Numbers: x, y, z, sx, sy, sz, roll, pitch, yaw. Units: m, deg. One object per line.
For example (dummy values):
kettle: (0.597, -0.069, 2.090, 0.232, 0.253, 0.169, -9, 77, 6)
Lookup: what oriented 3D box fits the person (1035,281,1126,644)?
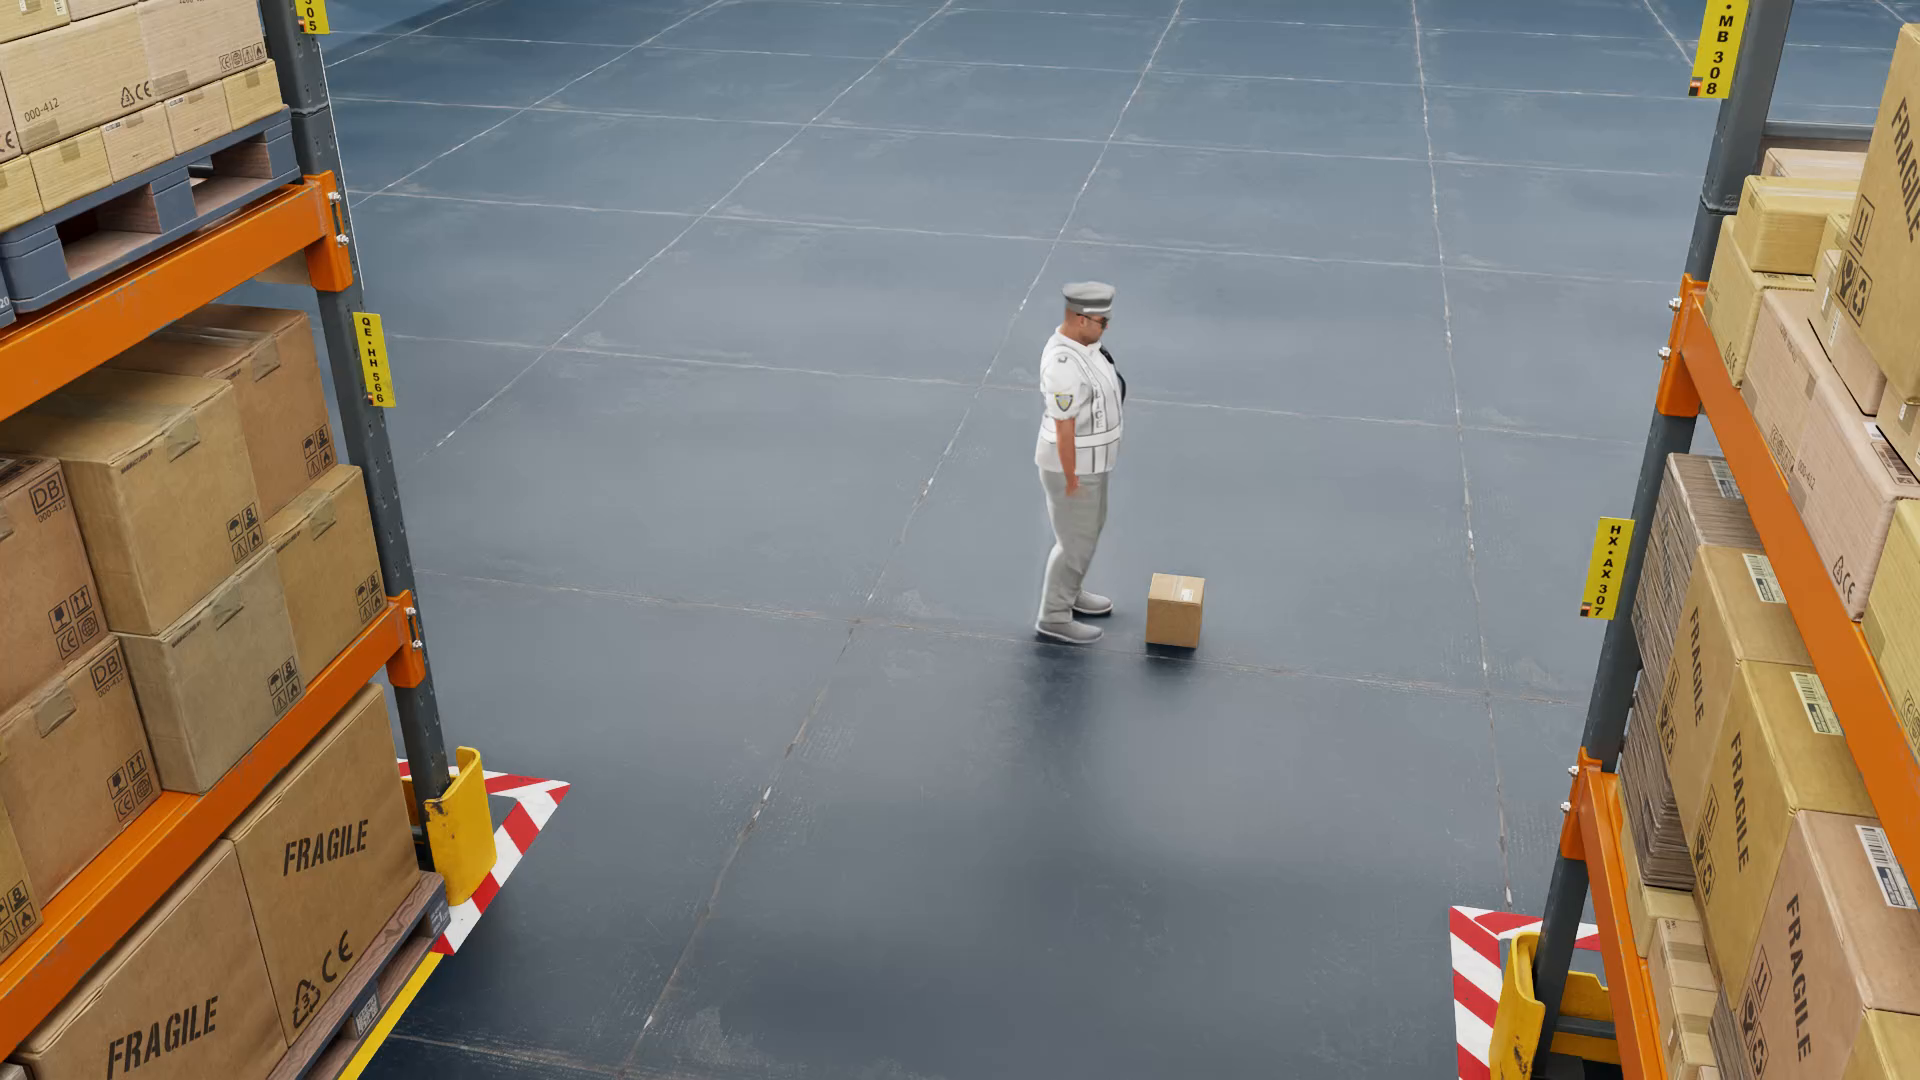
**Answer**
person: (0.559, -0.371, 7.821, 0.391, 1.746, 0.525, 6, 29, 12)
